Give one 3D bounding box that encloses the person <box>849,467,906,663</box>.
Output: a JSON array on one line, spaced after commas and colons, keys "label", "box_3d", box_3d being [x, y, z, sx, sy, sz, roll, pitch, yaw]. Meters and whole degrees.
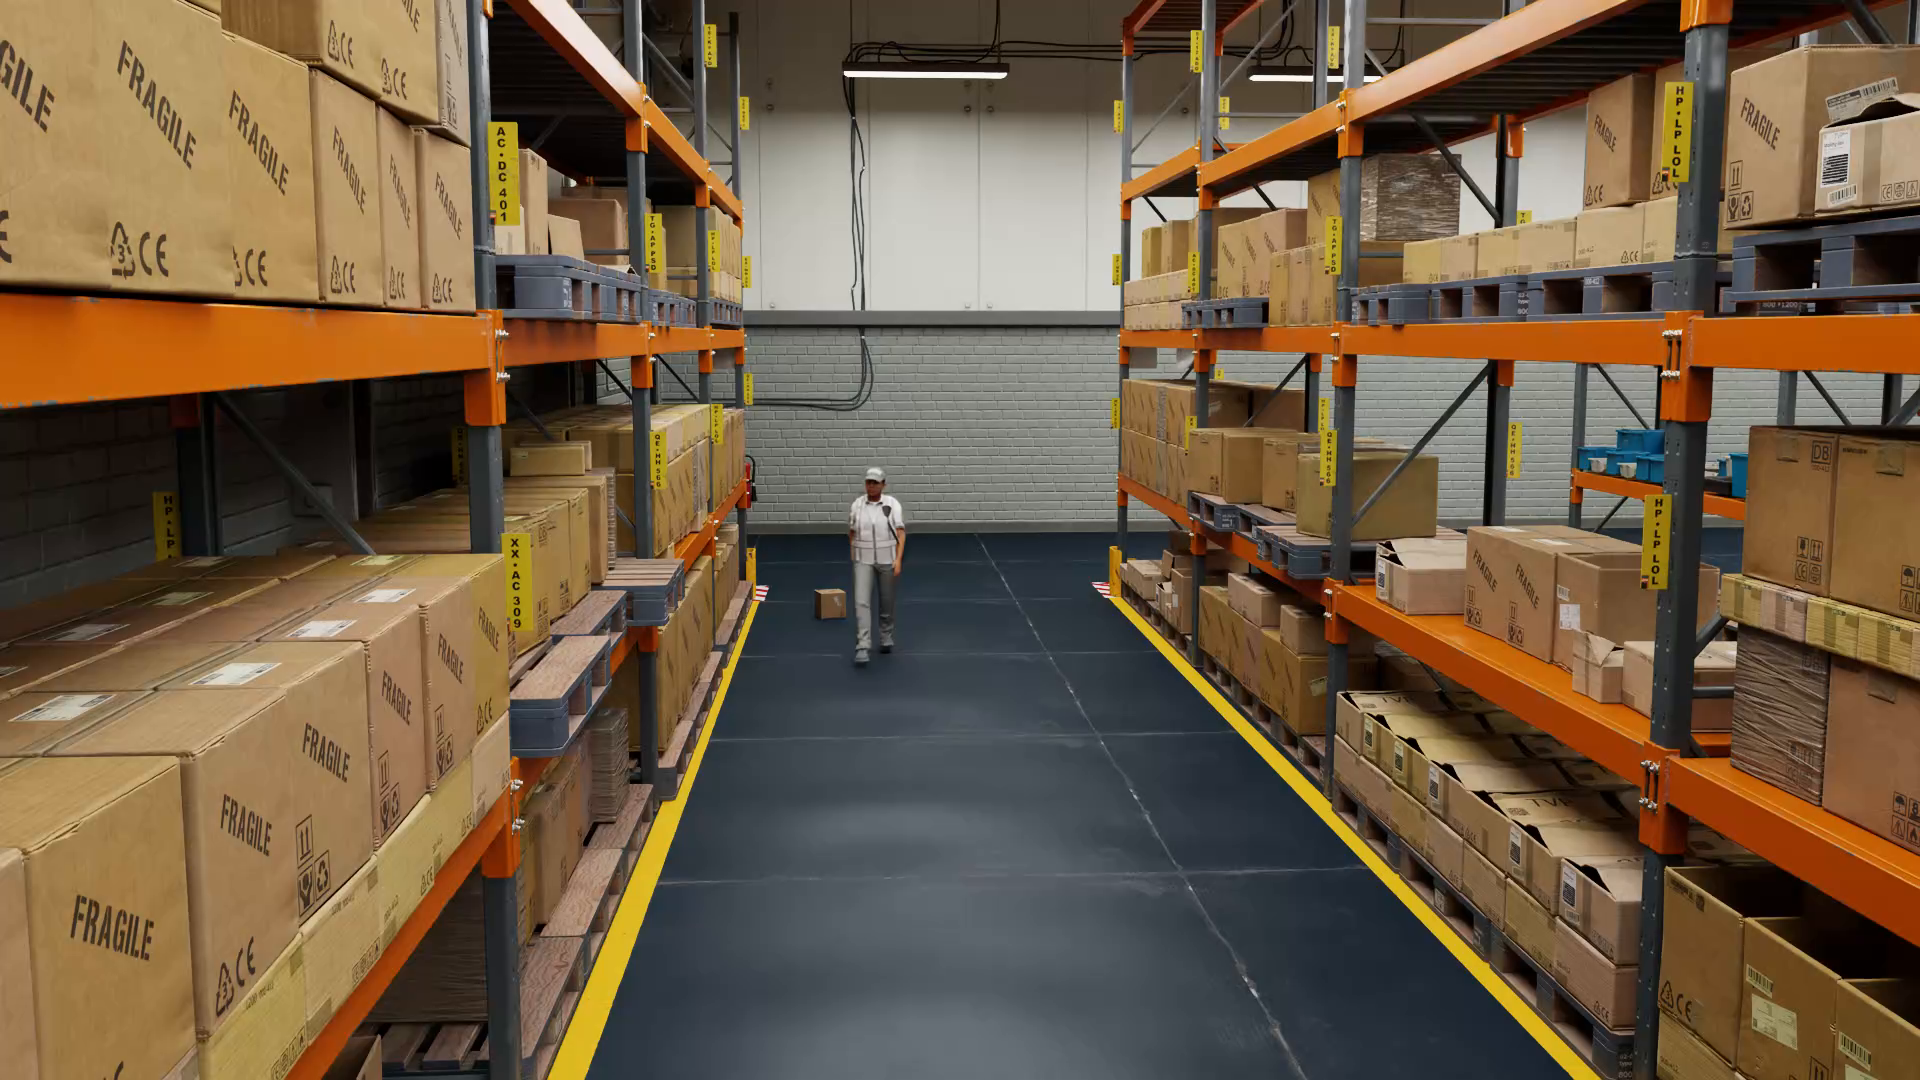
[{"label": "person", "box_3d": [-0.706, 0.184, 14.150, 0.487, 1.599, 1.021, 0, 7, -1]}]
